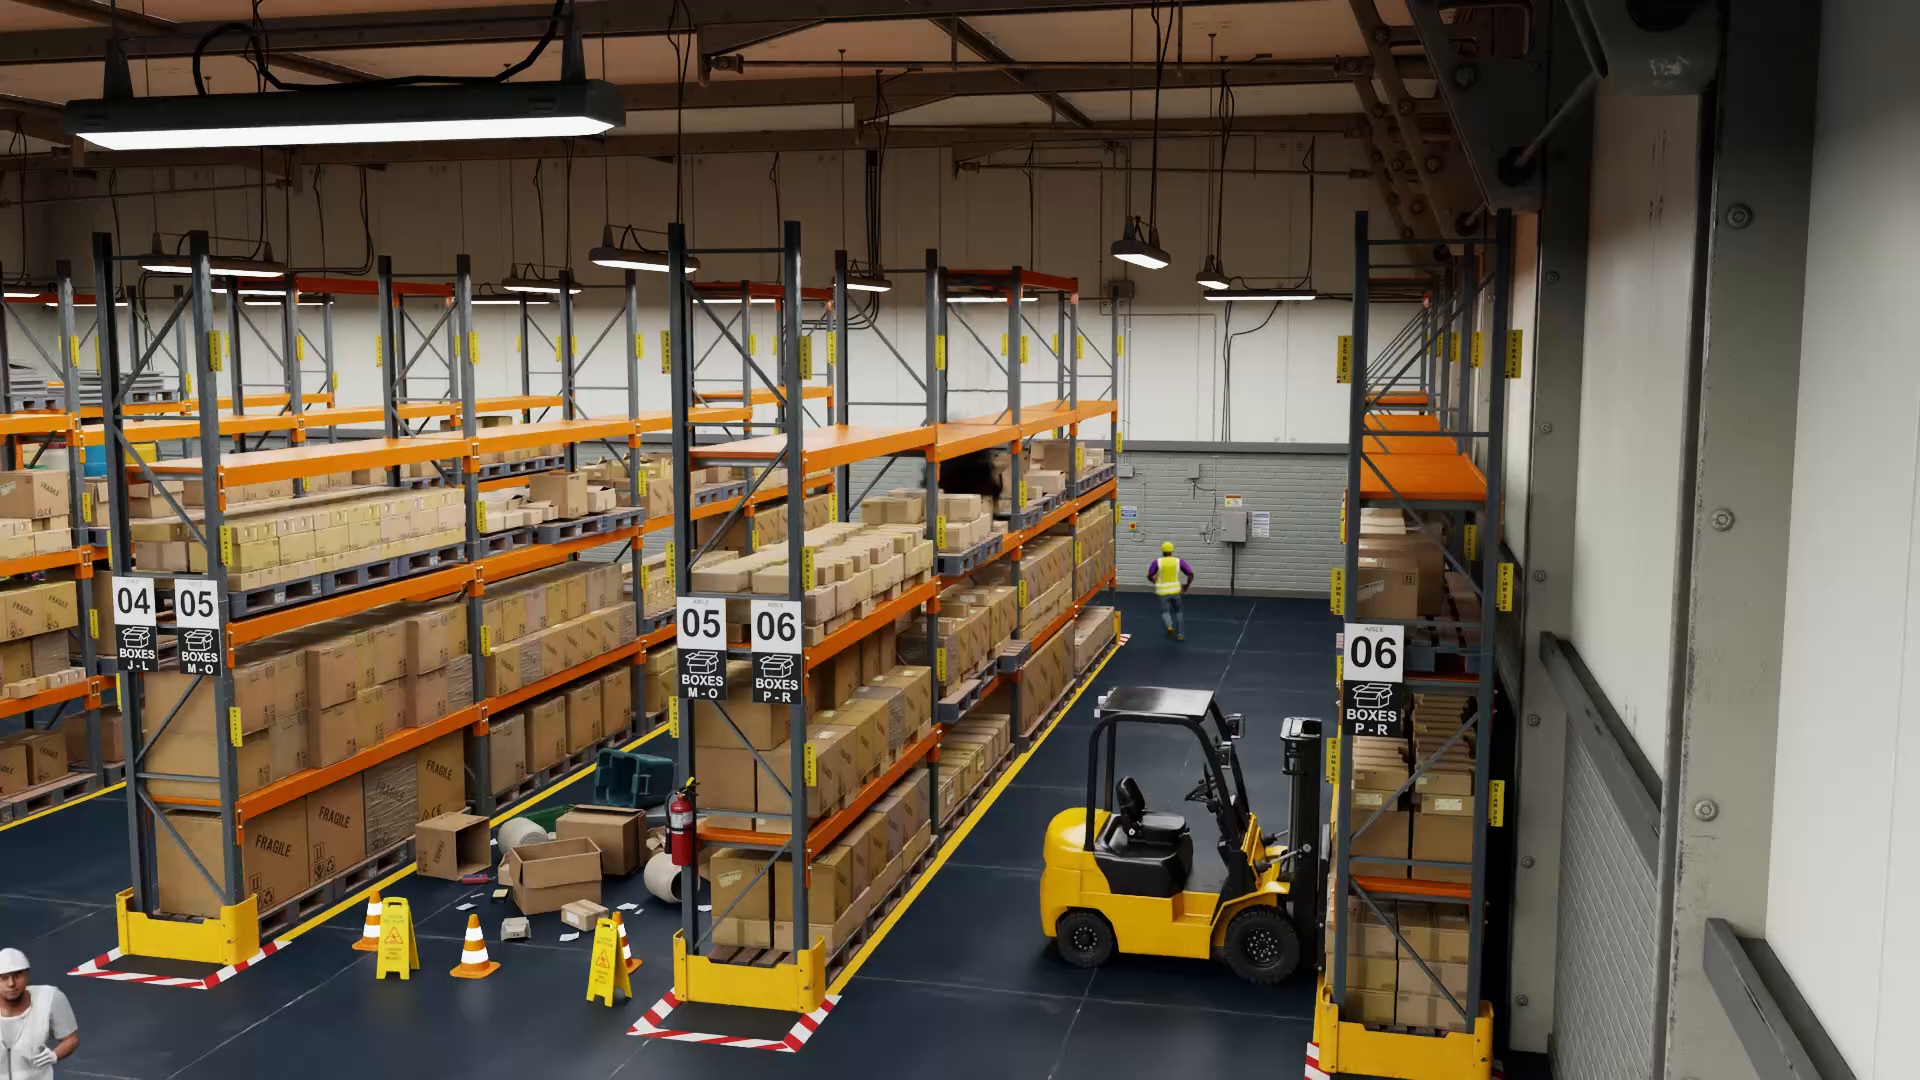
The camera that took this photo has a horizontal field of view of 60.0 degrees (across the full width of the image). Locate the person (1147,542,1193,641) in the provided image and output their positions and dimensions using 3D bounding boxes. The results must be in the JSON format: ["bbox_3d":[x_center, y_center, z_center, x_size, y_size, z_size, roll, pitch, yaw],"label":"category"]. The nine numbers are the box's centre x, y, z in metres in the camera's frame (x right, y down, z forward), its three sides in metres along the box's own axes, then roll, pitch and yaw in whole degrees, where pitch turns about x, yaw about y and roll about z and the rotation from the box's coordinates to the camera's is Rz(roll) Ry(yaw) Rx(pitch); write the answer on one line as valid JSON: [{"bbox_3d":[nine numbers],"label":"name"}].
[{"bbox_3d":[3.553,0.901,28.139,0.779,1.740,0.733,0,7,-1],"label":"person"}]

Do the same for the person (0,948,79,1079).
[{"bbox_3d":[-5.375,3.144,9.403,0.718,1.753,0.817,-5,9,-36],"label":"person"}]
